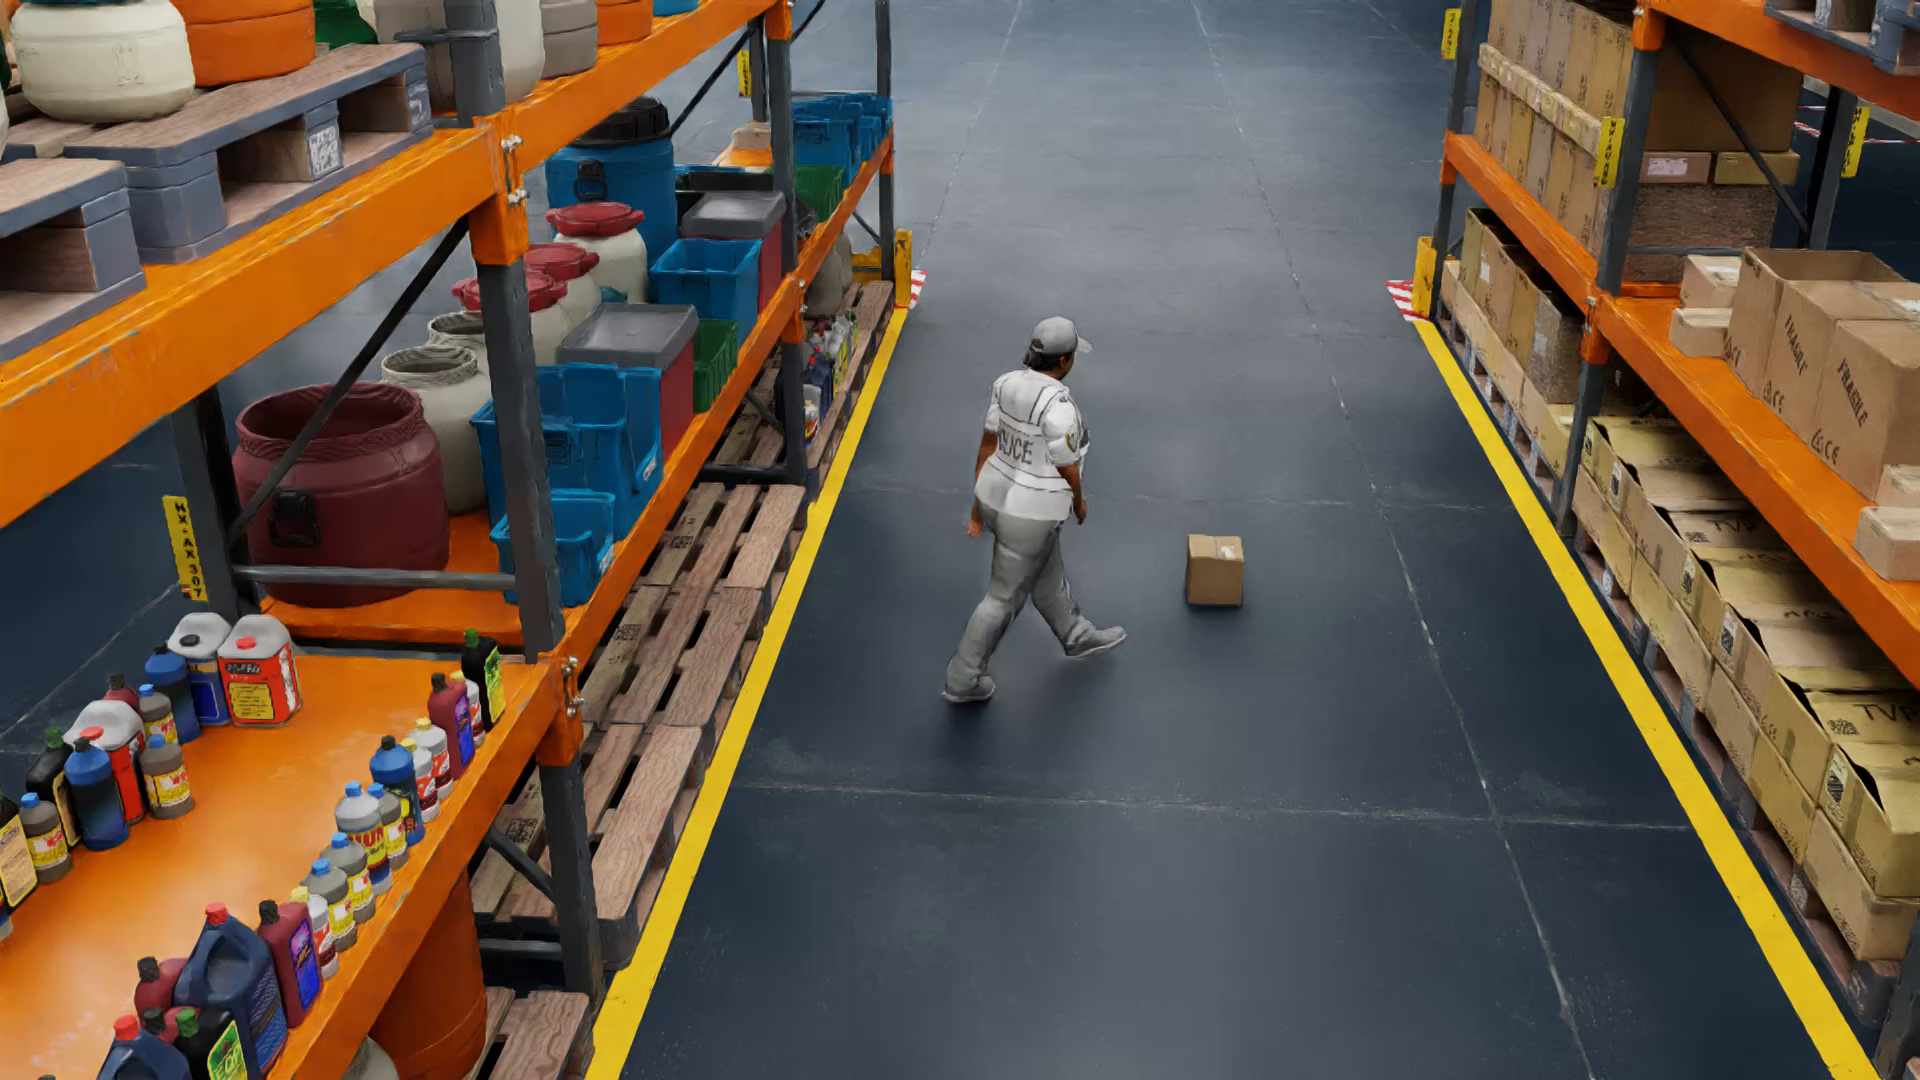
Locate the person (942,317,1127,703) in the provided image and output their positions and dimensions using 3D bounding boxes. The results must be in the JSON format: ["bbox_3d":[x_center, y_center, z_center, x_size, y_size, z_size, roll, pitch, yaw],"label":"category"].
[{"bbox_3d":[0.330,-0.135,6.889,0.958,1.623,0.468,-12,27,-24],"label":"person"}]
